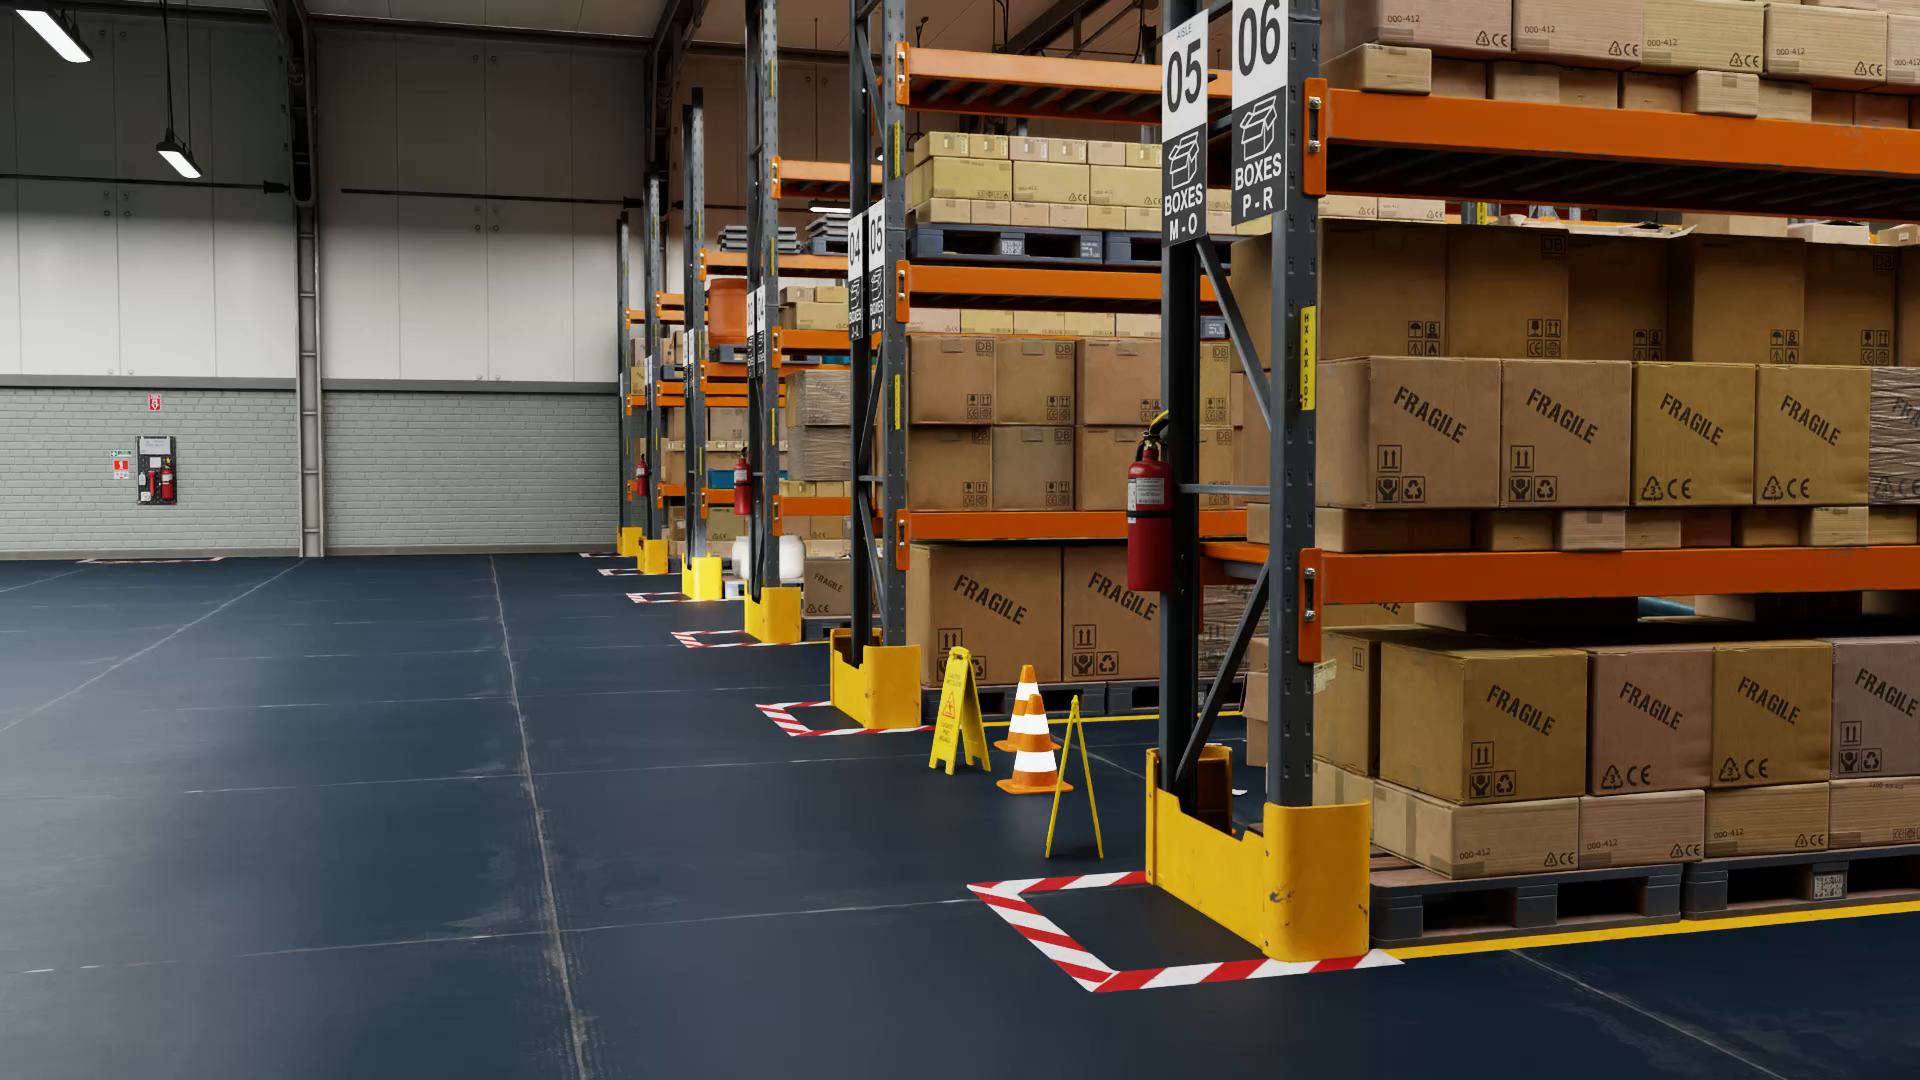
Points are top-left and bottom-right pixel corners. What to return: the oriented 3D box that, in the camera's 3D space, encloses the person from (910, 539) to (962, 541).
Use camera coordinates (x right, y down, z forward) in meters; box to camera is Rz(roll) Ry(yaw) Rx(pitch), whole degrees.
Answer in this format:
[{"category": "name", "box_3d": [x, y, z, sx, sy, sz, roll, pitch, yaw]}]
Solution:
[{"category": "person", "box_3d": [-0.296, -0.086, 17.872, 0.592, 1.864, 0.449, -1, 3, -25]}]
